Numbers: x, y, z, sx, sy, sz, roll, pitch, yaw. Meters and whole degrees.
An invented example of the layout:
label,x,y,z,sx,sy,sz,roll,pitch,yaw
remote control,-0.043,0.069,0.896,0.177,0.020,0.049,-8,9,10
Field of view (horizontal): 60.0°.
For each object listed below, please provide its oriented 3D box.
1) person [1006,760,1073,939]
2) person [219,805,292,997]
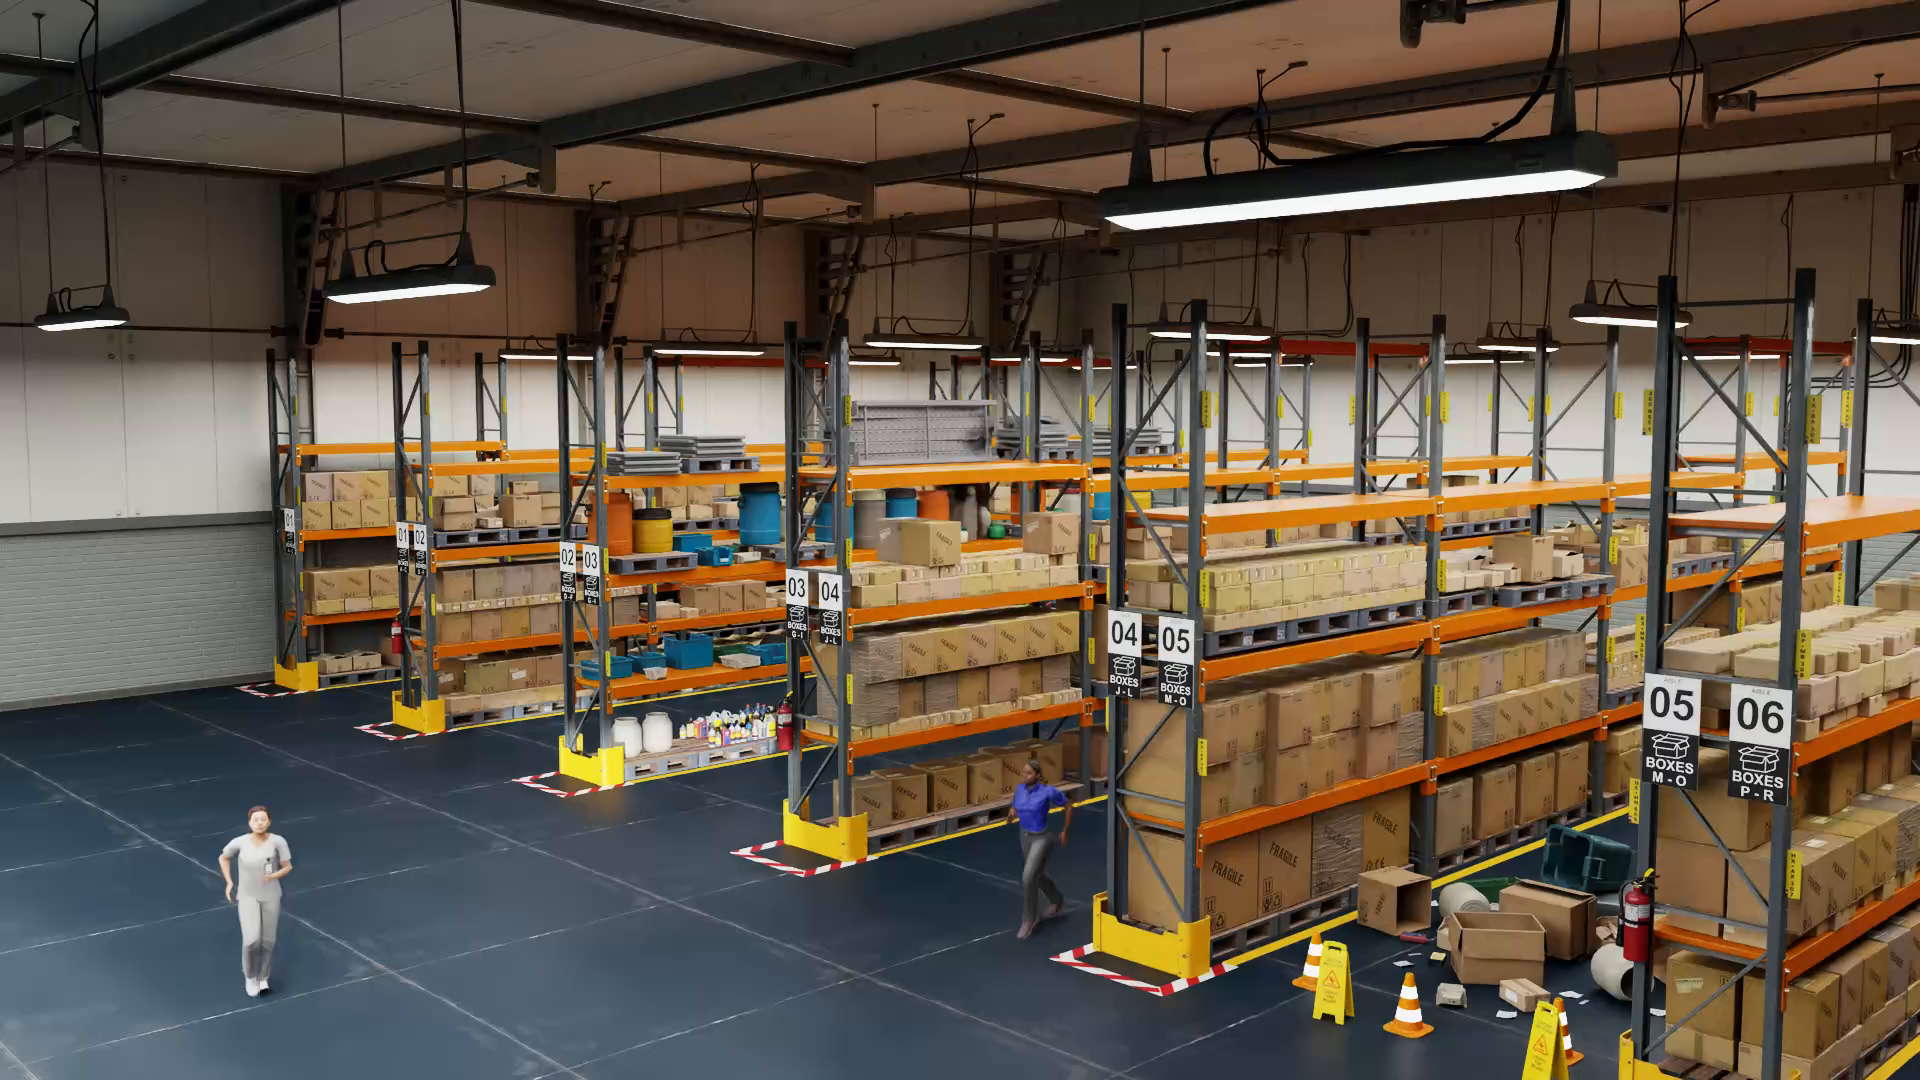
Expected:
label,x,y,z,sx,sy,sz,roll,pitch,yaw
person,0.767,2.959,16.172,0.818,1.693,0.597,-5,7,-45
person,-6.016,3.093,14.264,0.552,1.639,0.613,-3,6,-29
